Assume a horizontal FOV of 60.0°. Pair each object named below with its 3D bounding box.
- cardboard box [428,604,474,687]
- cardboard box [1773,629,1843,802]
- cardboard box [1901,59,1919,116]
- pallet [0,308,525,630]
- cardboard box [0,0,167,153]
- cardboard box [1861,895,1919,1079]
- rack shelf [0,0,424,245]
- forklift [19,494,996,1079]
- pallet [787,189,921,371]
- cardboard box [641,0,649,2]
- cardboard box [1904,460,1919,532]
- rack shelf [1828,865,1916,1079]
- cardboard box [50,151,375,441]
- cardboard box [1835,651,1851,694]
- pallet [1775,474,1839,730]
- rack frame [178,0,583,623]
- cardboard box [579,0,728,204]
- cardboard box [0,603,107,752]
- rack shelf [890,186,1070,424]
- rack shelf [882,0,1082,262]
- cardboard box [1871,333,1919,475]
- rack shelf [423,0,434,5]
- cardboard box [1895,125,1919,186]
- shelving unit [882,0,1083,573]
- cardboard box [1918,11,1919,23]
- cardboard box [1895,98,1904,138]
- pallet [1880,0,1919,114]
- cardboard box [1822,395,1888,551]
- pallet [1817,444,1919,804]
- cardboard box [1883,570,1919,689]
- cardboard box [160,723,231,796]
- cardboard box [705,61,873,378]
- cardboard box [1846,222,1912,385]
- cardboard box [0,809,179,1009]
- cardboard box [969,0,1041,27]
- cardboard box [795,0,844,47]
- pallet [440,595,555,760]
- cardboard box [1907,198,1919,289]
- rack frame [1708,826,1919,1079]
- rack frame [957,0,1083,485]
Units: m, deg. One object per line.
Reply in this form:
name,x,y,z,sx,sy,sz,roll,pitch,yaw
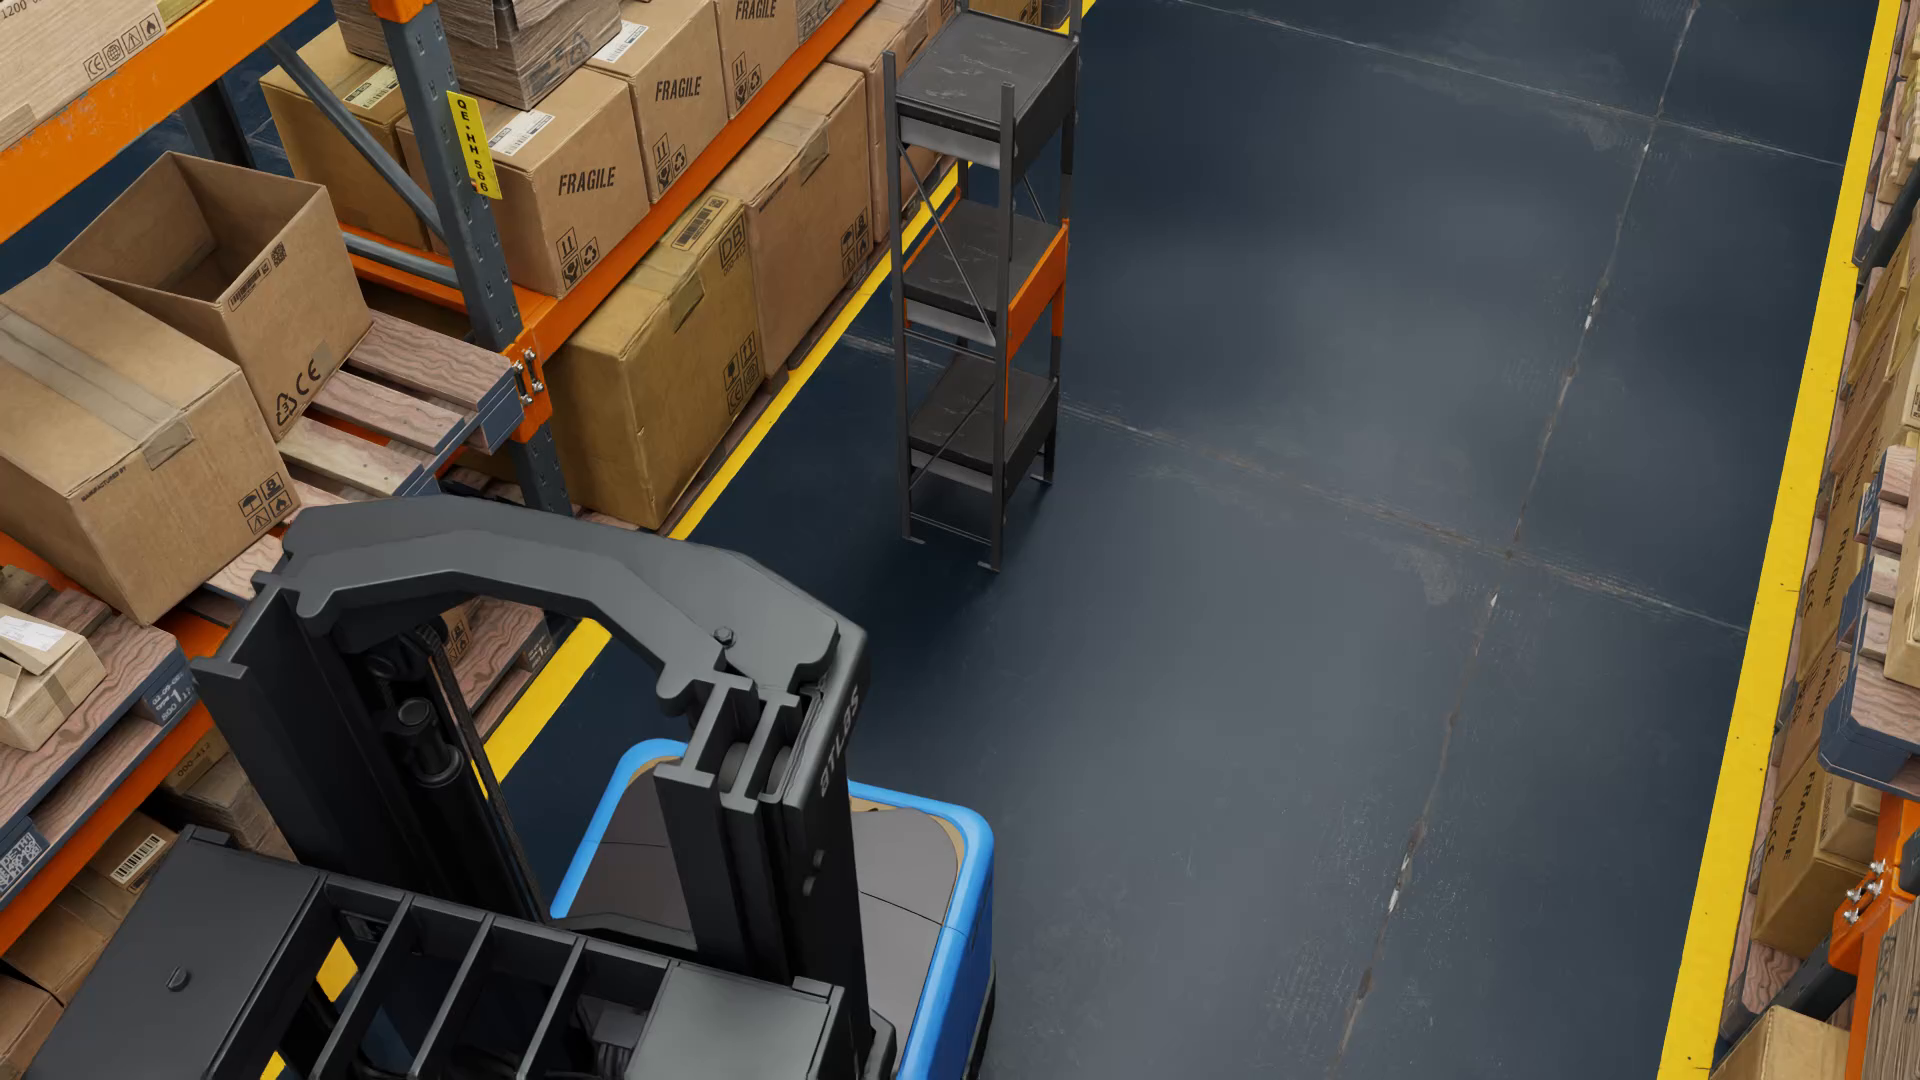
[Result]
cardboard box,-2.070,0.257,5.414,0.700,0.500,0.500,17,52,14
cardboard box,2.909,0.584,5.149,0.500,0.500,0.500,22,53,18
cardboard box,4.398,-1.959,7.348,0.380,0.149,0.250,18,52,15
pallet,-2.010,-0.291,4.654,1.213,0.211,1.003,20,52,16
cardboard box,-1.983,-1.049,3.302,0.500,0.250,0.500,20,52,16
cardboard box,2.204,0.994,3.369,0.500,0.500,0.500,20,53,16
rack shelf,-2.656,-0.240,2.988,1.077,0.370,4.000,20,52,16
forklift,-0.768,1.439,3.101,1.130,2.935,3.031,11,51,10
pallet,-0.874,-1.330,7.243,1.003,0.211,1.213,20,52,16
cardboard box,-1.194,-2.182,5.413,0.797,0.503,0.637,21,53,17
cardboard box,2.652,-0.087,4.244,0.380,0.149,0.250,21,53,17
rack shelf,1.785,2.415,2.698,1.077,0.370,4.000,20,52,16
cardboard box,-1.996,-0.662,4.503,0.500,0.500,0.500,14,51,12
cardboard box,2.900,0.328,4.874,0.500,0.250,0.500,20,53,17
pallet,3.497,0.334,5.827,1.003,0.211,1.213,20,52,16
rack frame,-1.802,-0.879,5.028,1.000,3.000,0.127,20,52,16
cardboard box,-1.130,-1.513,5.502,0.500,0.500,0.500,19,52,15
cardboard box,-2.270,0.265,3.868,0.396,0.266,0.258,18,52,15
rack shelf,0.071,-0.786,5.558,0.431,0.518,0.480,20,52,16
rack shelf,0.071,-1.239,5.025,0.431,0.518,0.480,20,52,16
cardboard box,3.347,-0.379,5.476,0.500,0.250,0.500,22,53,17
rack shelf,-0.947,-2.995,5.332,1.077,0.370,4.000,20,52,16
cardboard box,4.196,-1.579,7.025,0.380,0.149,0.250,21,53,17
shelving unit,0.071,-0.794,5.547,0.431,2.100,0.503,20,52,16
cardboard box,4.895,-2.590,8.081,0.380,0.149,0.250,20,52,16
cardboard box,4.449,-1.897,7.491,0.380,0.149,0.250,18,52,15
pallet,5.123,-2.363,8.122,1.003,0.211,1.213,20,52,16
cardboard box,3.357,-0.123,5.751,0.500,0.500,0.500,21,53,17
pallet,2.848,0.341,4.116,1.213,0.211,1.003,20,52,16
cardboard box,2.435,0.261,3.948,0.380,0.149,0.250,21,53,17
cardboard box,-2.278,0.385,4.813,0.500,0.250,0.500,25,54,20
cardboard box,-1.100,-1.406,6.596,1.225,0.875,0.875,20,52,16
cardboard box,3.793,-0.853,6.372,0.500,0.500,0.500,22,53,17
cardboard box,-2.531,1.035,4.752,0.700,0.500,0.500,24,54,19
cardboard box,-0.348,-2.633,7.641,1.225,0.875,0.875,20,52,16
cardboard box,-0.699,-2.211,6.096,0.500,0.500,0.500,20,52,16
pallet,-2.137,0.563,5.633,1.003,0.211,1.213,20,52,16
cardboard box,3.794,-1.096,6.086,0.500,0.250,0.500,18,52,15
rack frame,2.639,0.805,3.596,1.000,3.000,0.127,20,52,16
rack frame,0.175,-0.962,5.690,0.400,2.100,0.015,20,52,16
